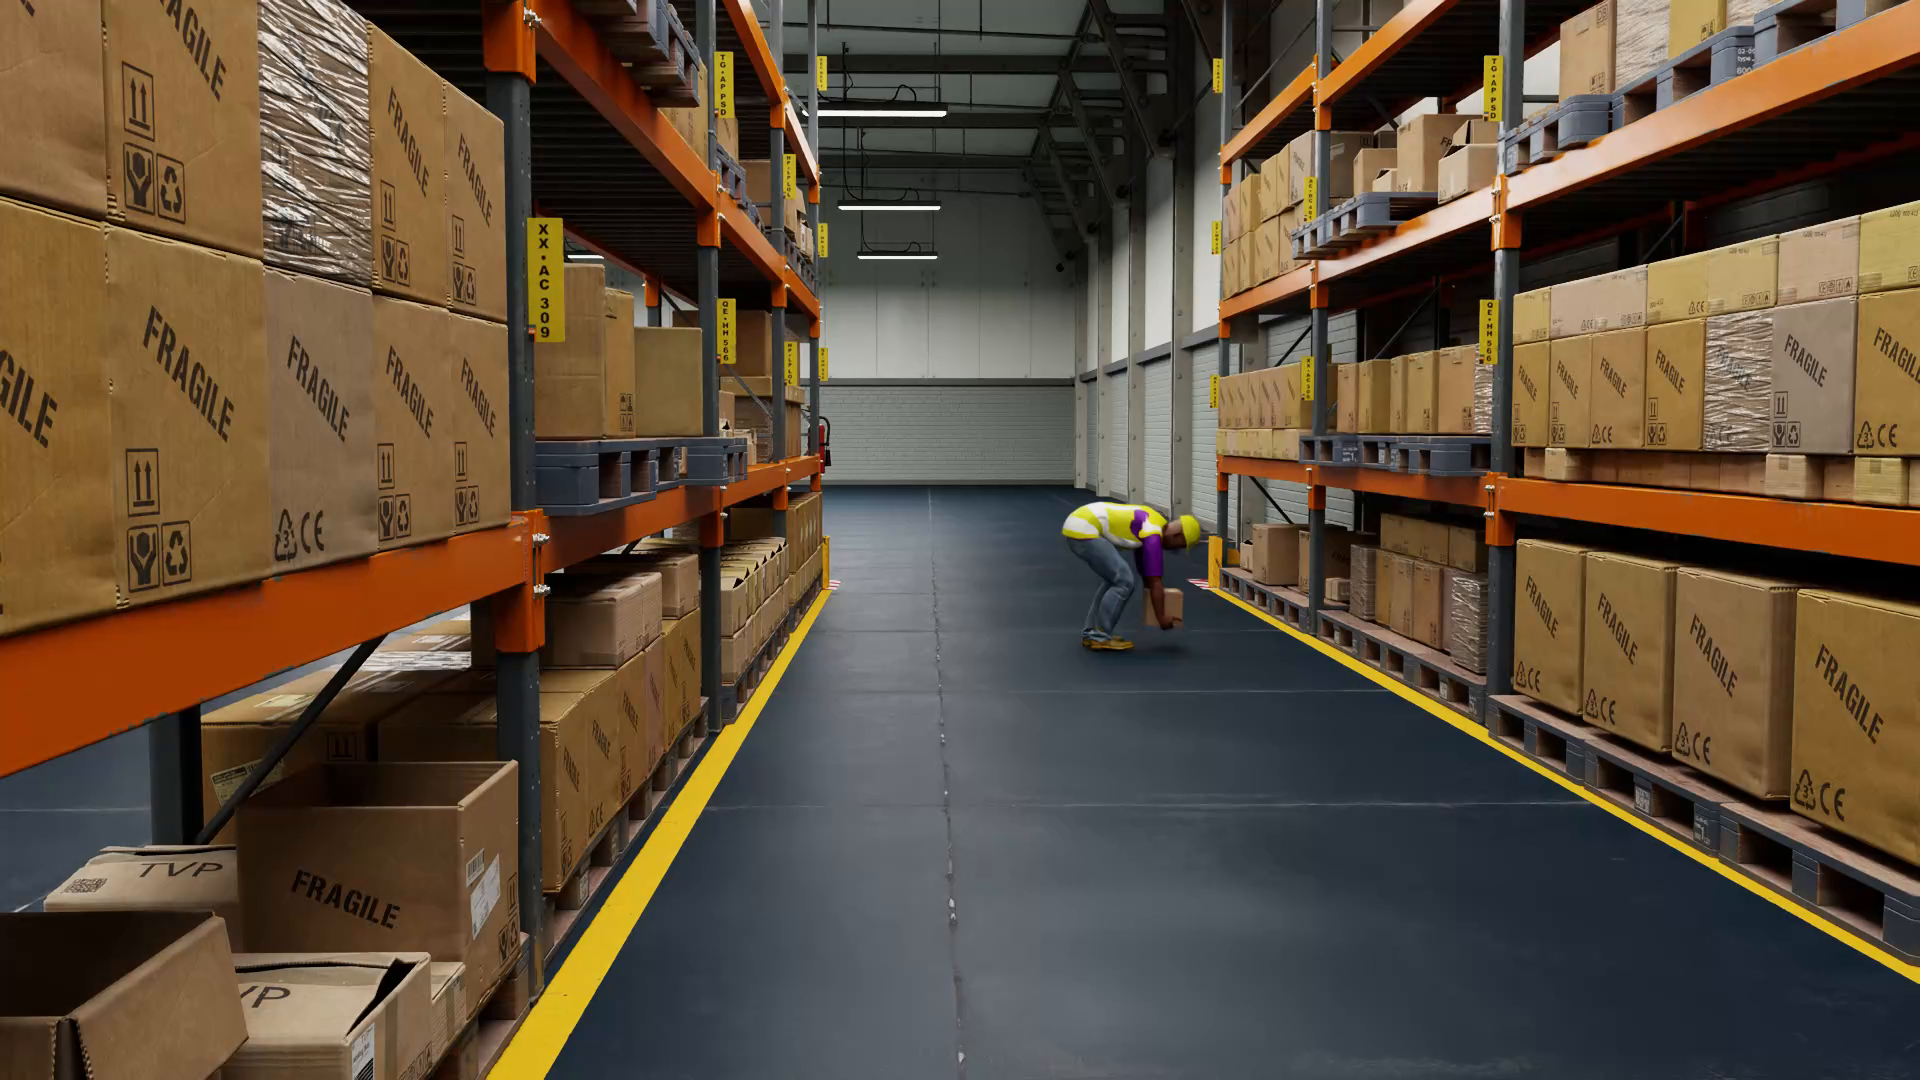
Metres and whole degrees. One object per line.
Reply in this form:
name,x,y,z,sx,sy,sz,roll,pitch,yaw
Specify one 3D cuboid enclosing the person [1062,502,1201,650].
person,1.221,0.246,11.808,0.972,1.043,0.486,0,4,-3
